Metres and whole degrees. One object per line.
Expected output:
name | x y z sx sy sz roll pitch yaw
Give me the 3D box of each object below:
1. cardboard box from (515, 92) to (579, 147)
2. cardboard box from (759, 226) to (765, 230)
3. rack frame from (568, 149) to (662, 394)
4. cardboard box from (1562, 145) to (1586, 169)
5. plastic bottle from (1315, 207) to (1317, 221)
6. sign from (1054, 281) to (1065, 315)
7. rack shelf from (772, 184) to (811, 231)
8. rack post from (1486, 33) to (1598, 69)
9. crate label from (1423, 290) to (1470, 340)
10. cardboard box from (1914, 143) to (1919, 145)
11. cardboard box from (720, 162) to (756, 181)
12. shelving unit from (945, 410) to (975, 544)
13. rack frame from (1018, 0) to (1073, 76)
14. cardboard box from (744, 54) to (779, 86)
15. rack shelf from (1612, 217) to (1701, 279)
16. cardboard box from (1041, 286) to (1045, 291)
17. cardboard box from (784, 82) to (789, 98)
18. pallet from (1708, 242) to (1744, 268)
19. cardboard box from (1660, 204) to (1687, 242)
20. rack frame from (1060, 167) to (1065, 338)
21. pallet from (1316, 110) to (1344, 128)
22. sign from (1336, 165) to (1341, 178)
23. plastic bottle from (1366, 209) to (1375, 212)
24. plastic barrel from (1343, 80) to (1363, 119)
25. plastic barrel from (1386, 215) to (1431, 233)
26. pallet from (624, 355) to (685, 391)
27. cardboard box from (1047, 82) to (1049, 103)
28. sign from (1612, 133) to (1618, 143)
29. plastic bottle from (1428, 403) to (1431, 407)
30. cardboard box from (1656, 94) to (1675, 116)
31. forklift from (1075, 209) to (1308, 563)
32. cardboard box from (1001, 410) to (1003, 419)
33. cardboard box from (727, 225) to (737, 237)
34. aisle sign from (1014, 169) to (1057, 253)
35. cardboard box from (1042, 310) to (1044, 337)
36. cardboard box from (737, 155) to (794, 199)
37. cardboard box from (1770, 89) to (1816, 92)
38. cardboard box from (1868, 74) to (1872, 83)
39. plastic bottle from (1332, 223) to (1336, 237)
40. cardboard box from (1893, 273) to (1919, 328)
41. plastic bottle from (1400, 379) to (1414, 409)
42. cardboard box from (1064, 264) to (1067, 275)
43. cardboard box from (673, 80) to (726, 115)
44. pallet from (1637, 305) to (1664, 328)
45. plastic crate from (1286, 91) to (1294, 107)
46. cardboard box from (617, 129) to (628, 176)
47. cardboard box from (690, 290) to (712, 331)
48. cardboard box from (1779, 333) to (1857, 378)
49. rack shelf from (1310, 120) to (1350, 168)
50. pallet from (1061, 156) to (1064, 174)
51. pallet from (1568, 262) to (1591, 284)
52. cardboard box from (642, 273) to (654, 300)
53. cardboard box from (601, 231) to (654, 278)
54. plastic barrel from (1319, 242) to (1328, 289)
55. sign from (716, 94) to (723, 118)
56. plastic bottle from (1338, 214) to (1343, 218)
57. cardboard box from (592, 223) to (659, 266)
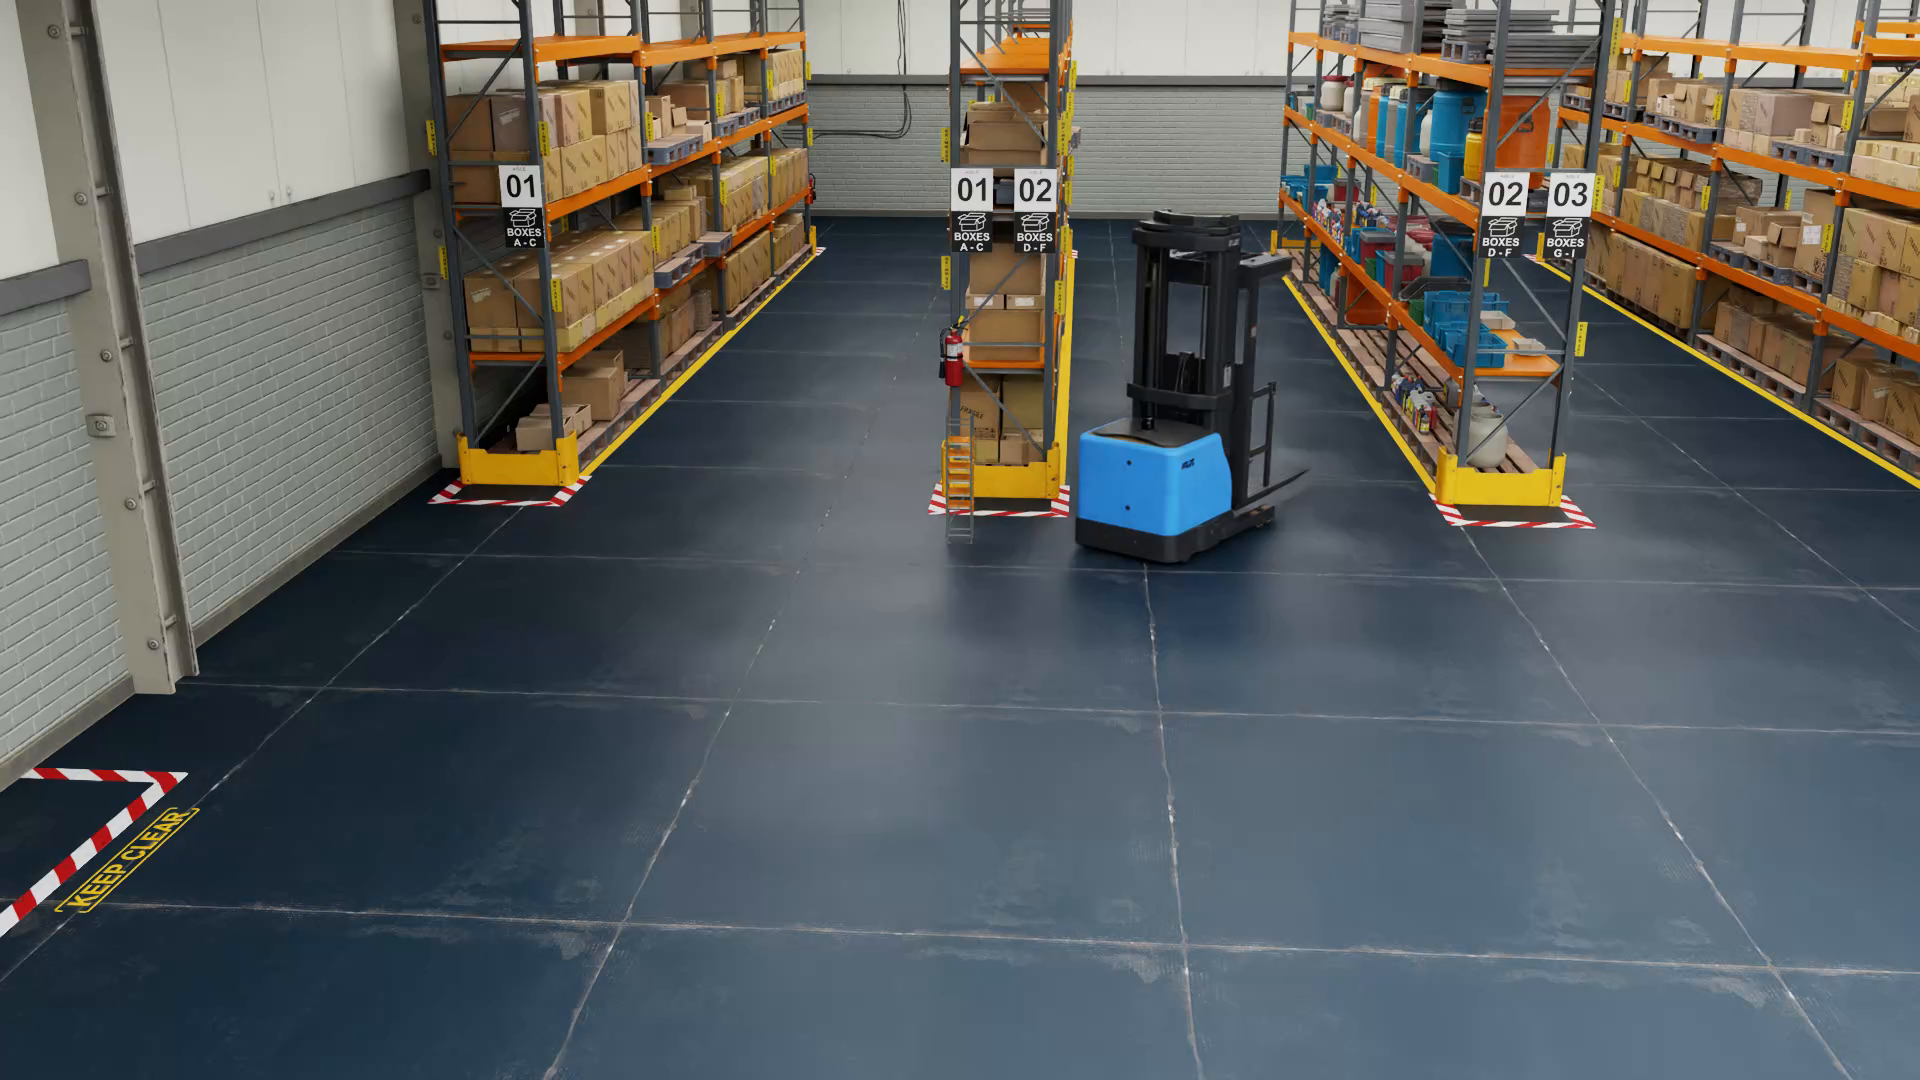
cardboard box | -4.173 -4.241 16.760 0.500 0.500 0.500 1 18 3
cardboard box | -3.668 -5.496 29.505 0.380 0.149 0.250 1 18 2
rack frame | -4.243 -3.257 20.372 1.000 3.000 0.127 1 18 4
cardboard box | 11.100 -6.780 29.684 0.500 0.500 0.500 1 18 3
plastic bottle | 5.754 -5.247 26.652 0.097 0.271 0.097 0 18 0
sign | 0.965 -2.340 16.056 0.100 0.325 0.005 1 18 4
rack shelf | -3.526 -6.021 29.963 1.077 0.370 4.000 1 18 4
rack post | 5.533 -4.639 15.758 0.937 0.300 0.954 3 18 10
crate label | 5.214 -2.388 17.664 0.502 0.435 0.616 1 18 4
cardboard box | 10.734 -4.280 18.279 0.380 0.149 0.250 1 18 5
cardboard box | -3.530 -5.828 26.346 0.500 0.250 0.500 2 18 5
shelving unit | -0.001 -0.566 15.049 0.258 1.200 0.189 1 18 4
rack frame | 1.559 -9.725 30.478 1.000 3.000 0.127 1 18 4
cardboard box | -3.339 -7.914 27.970 0.500 0.500 0.500 1 18 3
rack shelf | 11.009 -4.447 25.159 1.077 0.370 4.000 1 18 4
cardboard box | 0.671 -2.460 16.738 0.380 0.149 0.250 1 18 2
cardboard box | -3.277 -7.869 29.036 0.500 0.250 0.500 1 18 2
pallet | 10.921 -3.853 22.499 1.213 0.211 1.003 1 18 4
cardboard box | 10.729 -4.690 24.585 0.500 0.500 0.500 1 18 2
rack frame | 0.985 -4.390 23.830 1.000 3.000 0.127 1 18 4
pallet | 6.253 -6.610 26.093 1.213 0.211 1.003 1 18 4
sign | 7.049 -6.833 31.024 0.100 0.325 0.005 1 18 4
plastic bottle | 6.444 -5.062 26.080 0.152 0.276 0.135 1 18 4
plastic barrel | 5.902 -6.522 24.626 0.433 0.535 0.433 0 18 0
plastic barrel | 6.194 -4.192 23.007 0.600 0.536 0.708 1 18 4
pallet | -4.189 -2.174 21.545 1.003 0.211 1.213 1 18 4
cardboard box | 1.023 -6.473 23.605 0.500 0.500 0.500 1 18 4
sign | 11.979 -7.299 30.467 0.100 0.325 0.005 1 18 4
plastic bottle | 5.233 -1.436 18.603 0.097 0.201 0.097 0 18 0
cardboard box | 10.984 -6.654 25.390 0.500 0.311 0.500 1 18 2
forklift | 2.326 -1.585 15.381 1.130 2.935 3.031 13 22 35
cardboard box | 0.213 -1.282 18.087 0.500 0.250 0.500 1 18 4
cardboard box | -3.571 -4.645 24.980 0.380 0.149 0.250 2 18 6
aisle sign | 0.712 -3.113 15.759 0.394 0.787 0.004 1 18 4
cardboard box | 0.532 -2.415 17.641 0.700 0.500 0.500 1 18 4
cardboard box | -3.514 -6.505 29.803 0.980 0.700 0.700 0 18 1
cardboard box | 11.081 -5.724 22.122 0.500 0.500 0.500 2 18 5
cardboard box | 16.000 -8.034 28.933 0.380 0.149 0.250 1 18 4
plastic bottle | 5.621 -4.638 24.905 0.097 0.201 0.097 0 18 0
cardboard box | 10.402 -2.509 17.452 0.875 0.500 0.500 1 18 4
plastic bottle | 5.153 -1.686 19.126 0.144 0.351 0.185 1 18 2
cardboard box | 1.408 -4.027 26.029 0.500 0.500 0.500 1 18 2
cardboard box | -3.940 -6.670 25.105 0.700 0.500 0.500 2 18 7
pallet | 11.087 -3.463 25.481 1.003 0.211 1.213 1 18 4
plastic crate | 6.193 -8.013 30.279 0.497 0.269 0.590 1 18 4
cardboard box | -4.081 -4.420 18.913 0.500 0.500 0.500 0 18 -1
cardboard box | -3.956 -3.296 23.798 0.700 0.500 0.500 2 18 5
cardboard box | 10.697 -2.284 20.712 0.700 0.500 0.500 1 18 4
rack shelf | 6.069 -5.983 25.029 1.077 0.370 4.000 1 18 4
pallet | 0.663 -4.265 18.775 1.003 0.211 1.213 1 18 4
pallet | 11.370 -4.699 29.252 1.003 0.211 1.213 1 18 4
cardboard box | -3.974 -3.041 19.923 0.500 0.250 0.500 1 18 4
cardboard box | -3.968 -3.398 19.807 0.500 0.500 0.500 1 18 4
plastic barrel | 6.156 -4.554 27.027 0.600 0.901 0.708 1 18 4
sign | -3.415 -6.158 23.577 0.100 0.325 0.005 1 18 4
plastic bottle | 5.810 -4.865 25.488 0.097 0.271 0.097 0 18 0
cardboard box | -4.172 -3.671 20.768 0.700 0.500 0.500 1 18 4
